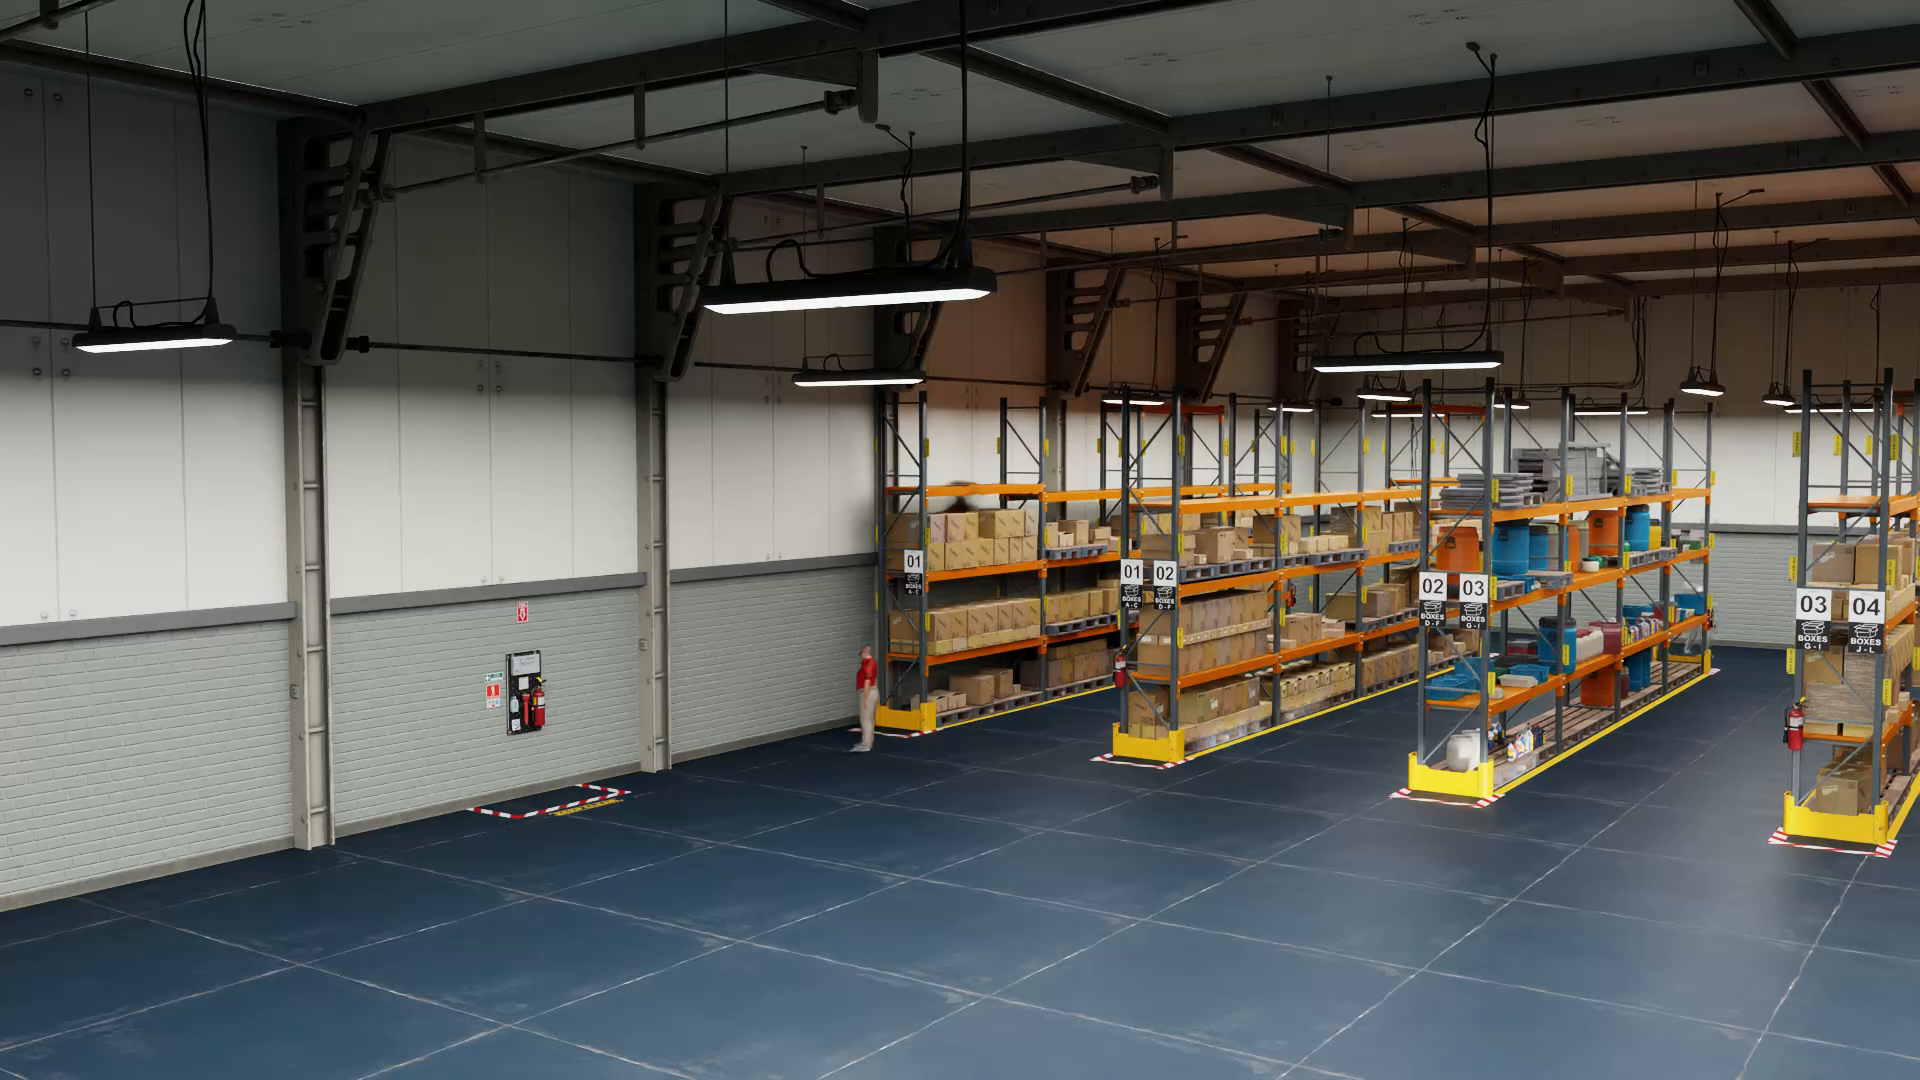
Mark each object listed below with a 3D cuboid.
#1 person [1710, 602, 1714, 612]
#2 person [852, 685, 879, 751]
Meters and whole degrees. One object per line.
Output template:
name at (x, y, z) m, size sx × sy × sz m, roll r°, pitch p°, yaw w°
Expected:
person at (17.603, 1.669, 39.504) m, size 0.600 × 0.640 × 0.393 m, roll 0°, pitch 3°, yaw 2°
person at (-1.575, 2.937, 27.474) m, size 0.431 × 1.075 × 0.501 m, roll 0°, pitch 3°, yaw 5°
